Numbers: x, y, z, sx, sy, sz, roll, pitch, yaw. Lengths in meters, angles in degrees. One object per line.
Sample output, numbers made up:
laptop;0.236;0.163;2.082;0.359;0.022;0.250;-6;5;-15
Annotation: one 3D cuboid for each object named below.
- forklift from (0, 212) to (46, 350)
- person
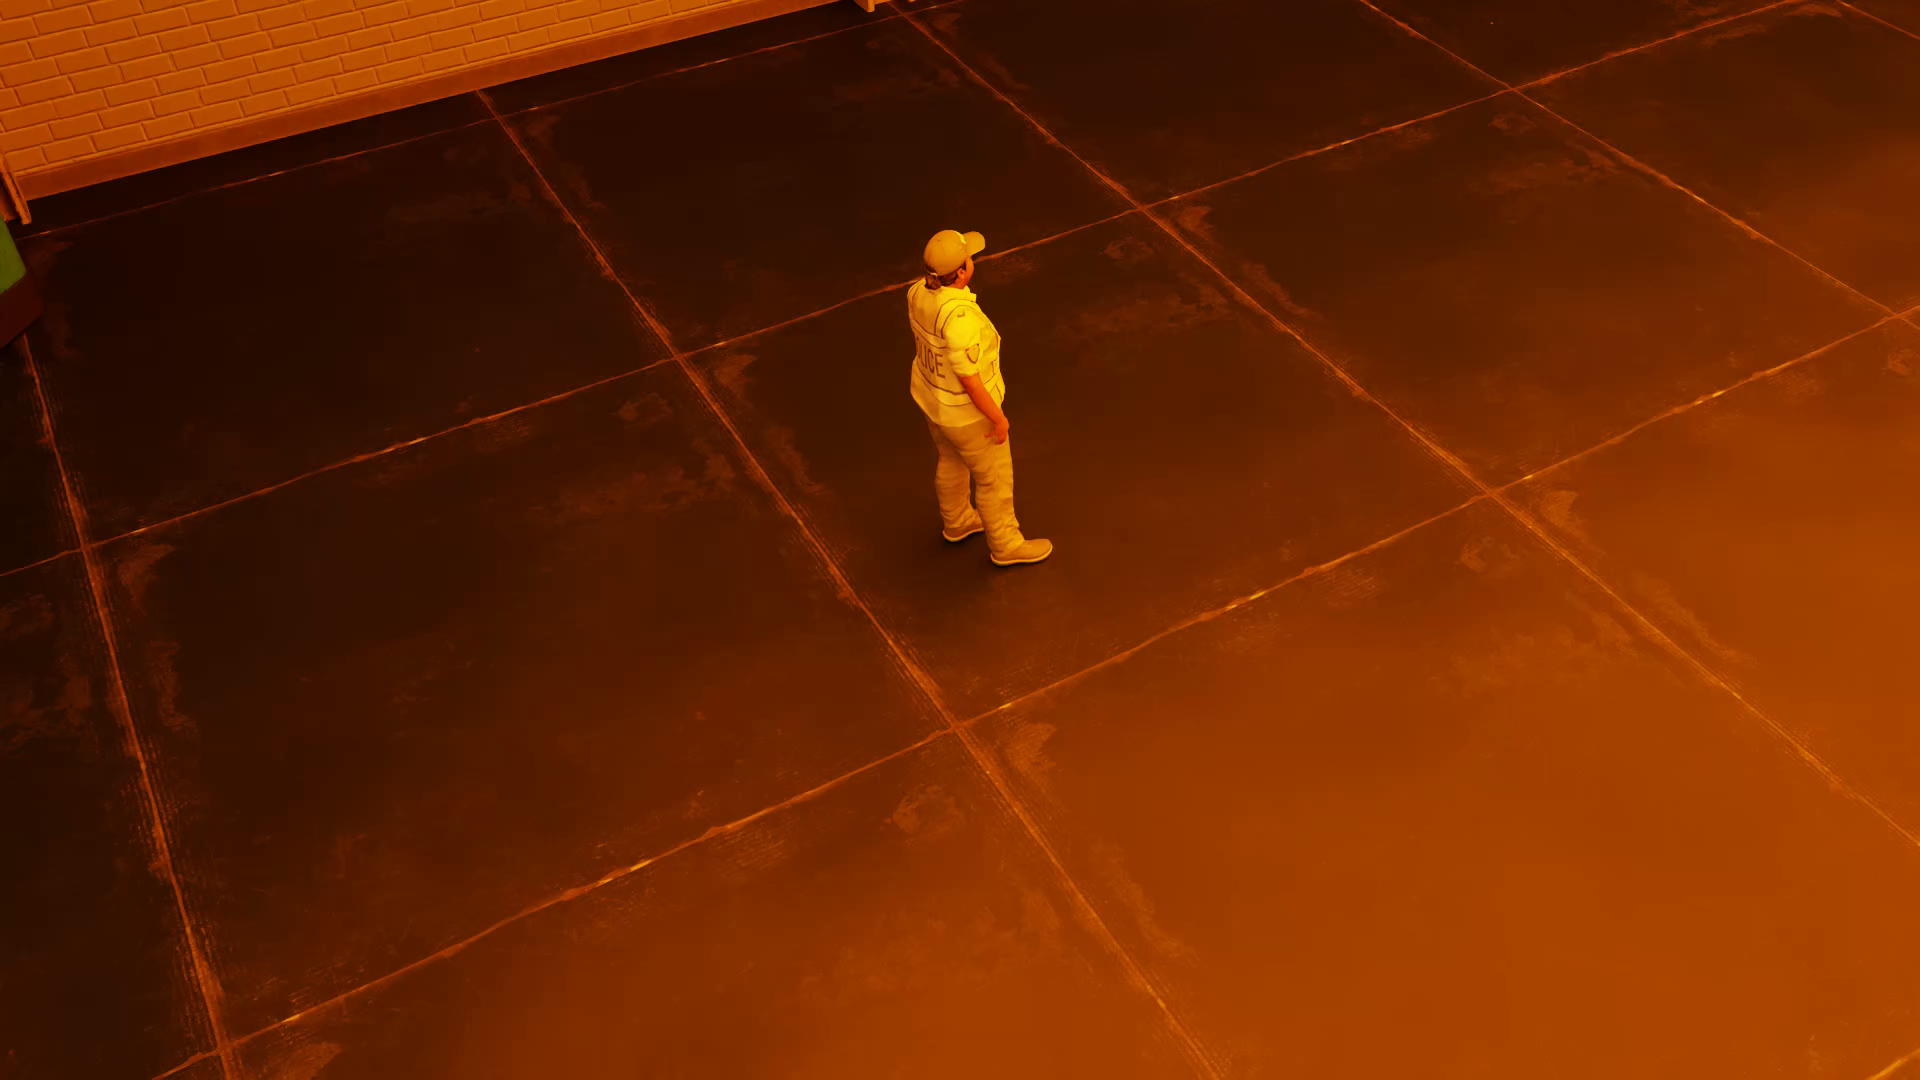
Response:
forklift;-6.582;-2.251;8.125;3.031;2.935;1.130;10;44;11
person;0.078;-0.628;7.295;0.529;1.670;0.598;-21;47;-21
